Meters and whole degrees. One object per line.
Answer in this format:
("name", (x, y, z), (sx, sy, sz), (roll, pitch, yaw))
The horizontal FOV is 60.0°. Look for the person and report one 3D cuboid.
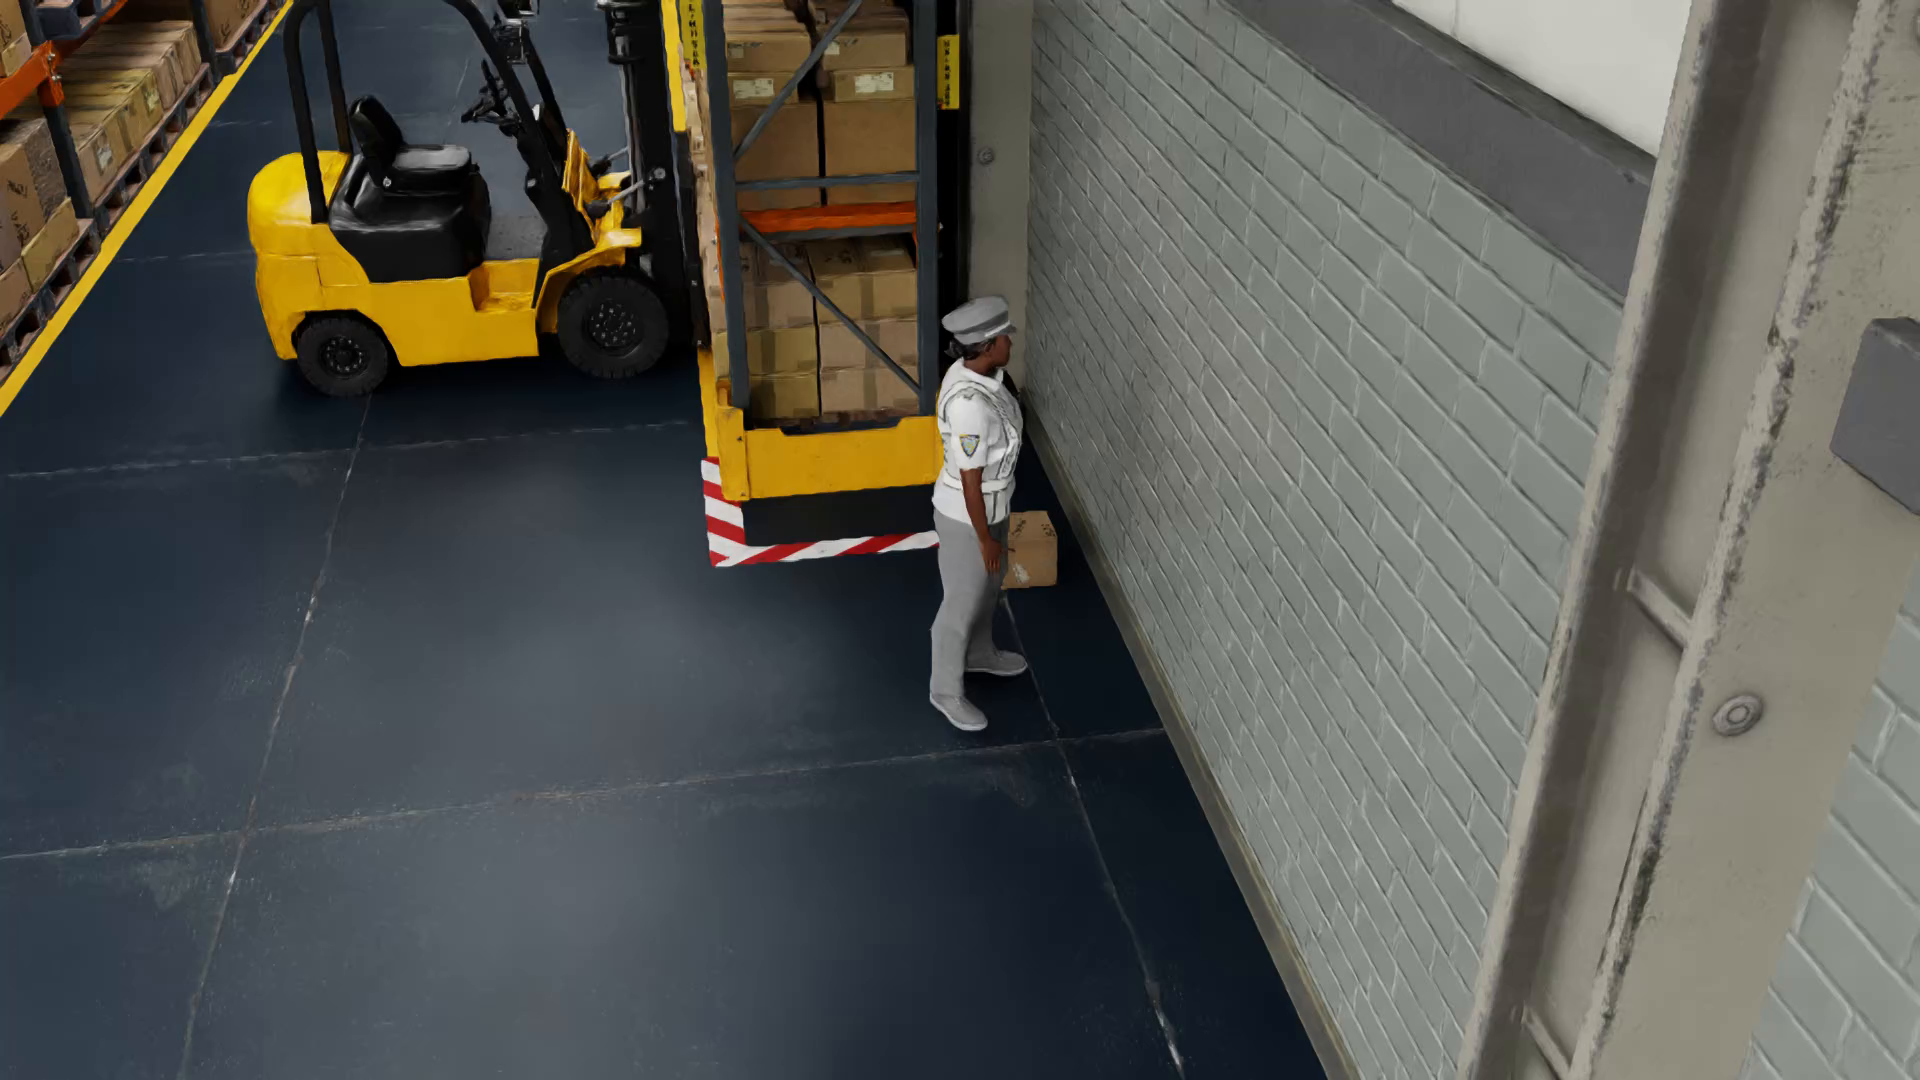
("person", (0.070, -0.107, 6.268), (0.353, 1.679, 0.553), (5, 31, 8))
